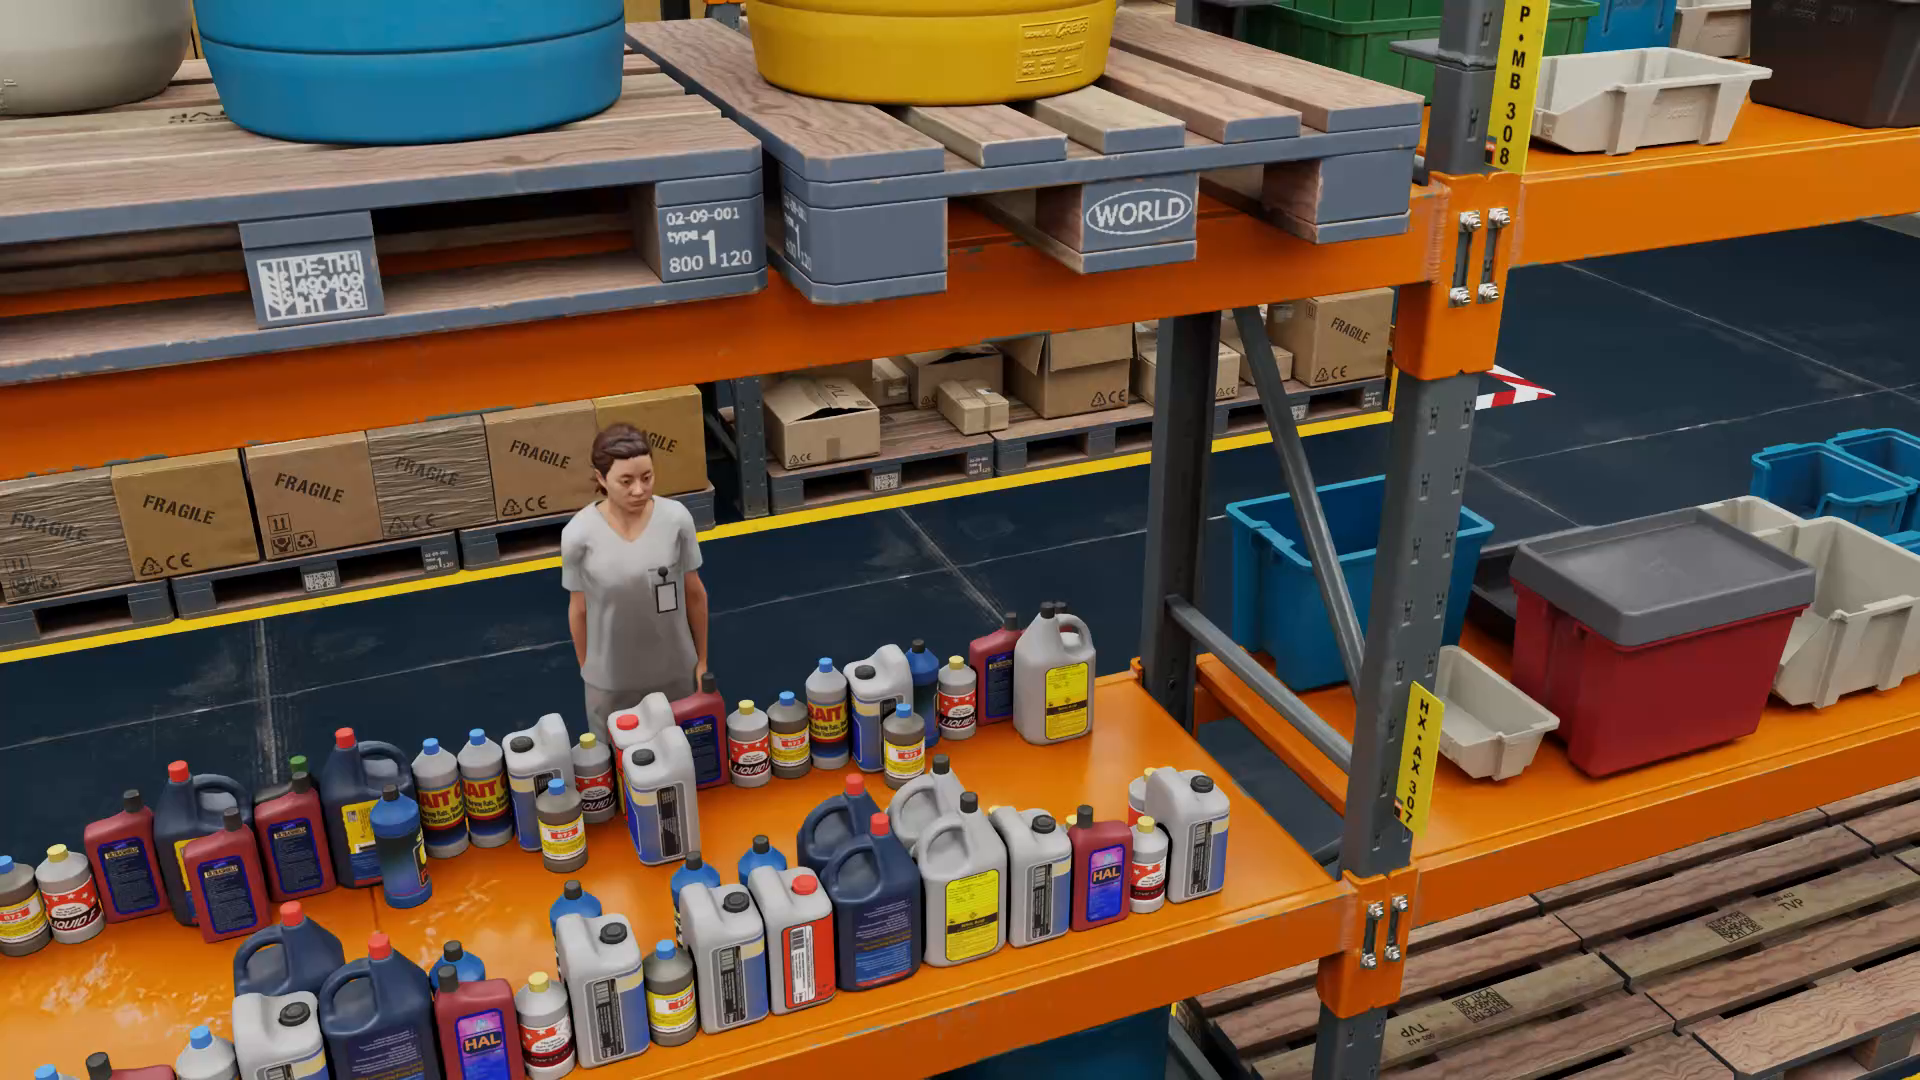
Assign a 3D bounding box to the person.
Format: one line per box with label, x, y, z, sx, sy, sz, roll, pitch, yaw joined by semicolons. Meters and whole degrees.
person;-1.005;0.412;5.280;0.438;1.674;0.360;-10;28;-19
